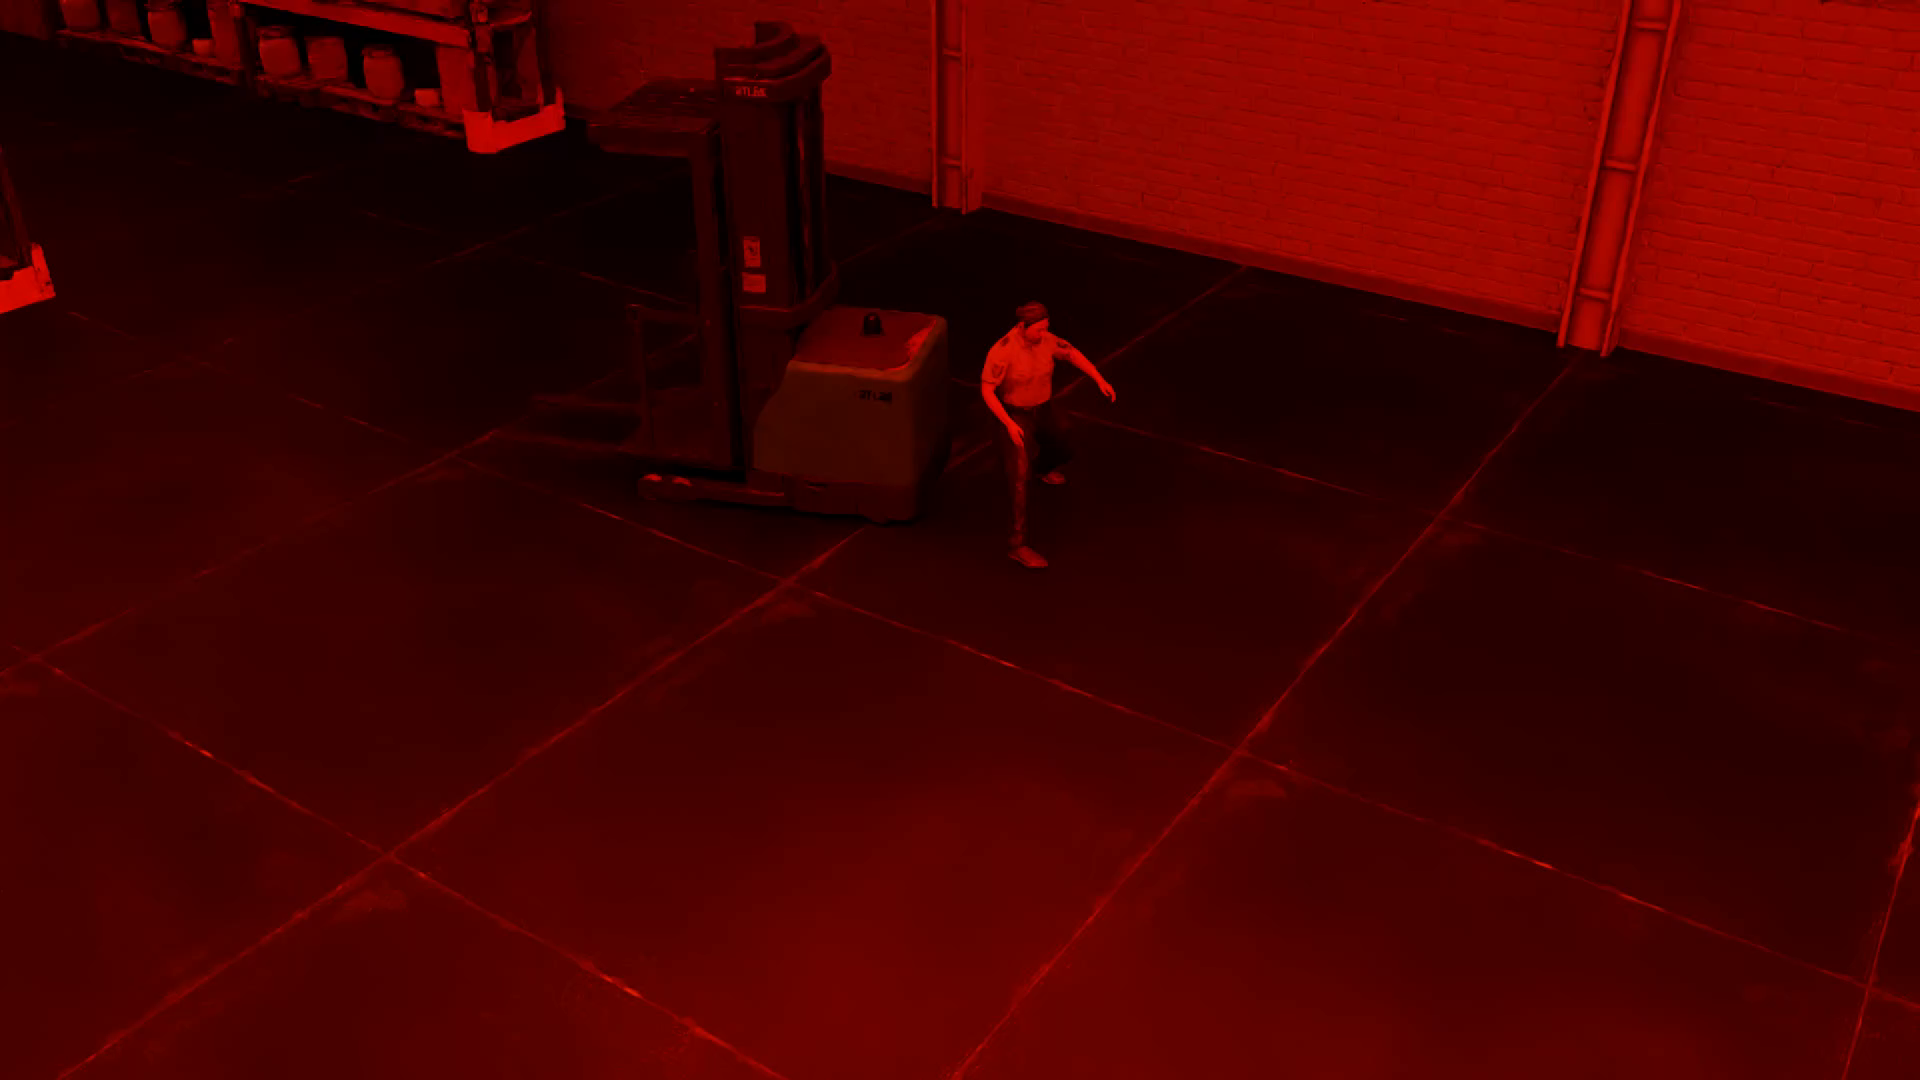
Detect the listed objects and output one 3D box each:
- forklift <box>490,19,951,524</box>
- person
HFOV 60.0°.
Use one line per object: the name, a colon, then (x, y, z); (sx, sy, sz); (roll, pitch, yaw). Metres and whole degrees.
forklift: (-1.637, -1.759, 10.611); (3.031, 2.935, 1.130); (7, 31, 12)
person: (0.521, -0.761, 10.362); (0.998, 1.477, 0.996); (-23, 37, -34)
